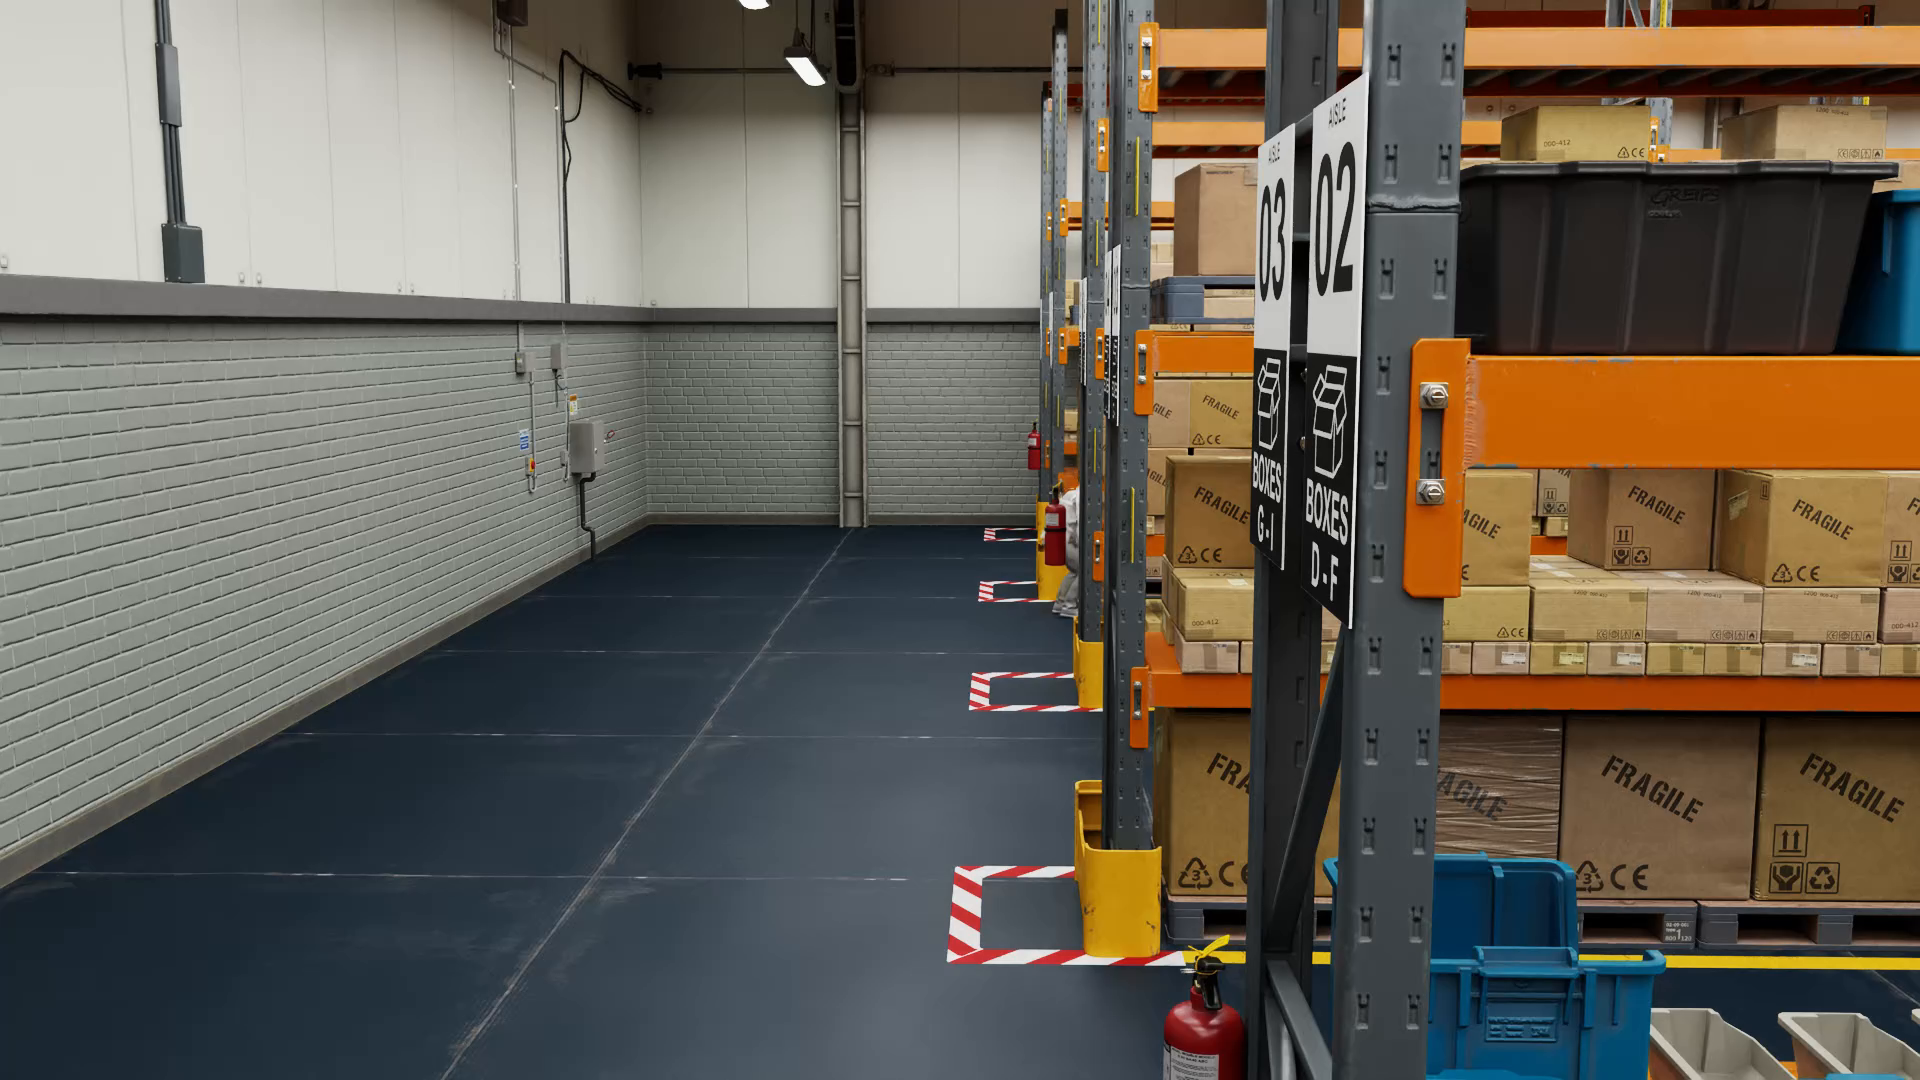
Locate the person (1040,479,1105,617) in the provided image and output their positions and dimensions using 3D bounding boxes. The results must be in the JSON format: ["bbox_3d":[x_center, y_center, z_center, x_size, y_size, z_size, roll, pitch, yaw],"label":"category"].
[{"bbox_3d":[1.128,0.039,16.432,0.666,1.430,0.534,-1,7,-11],"label":"person"}]
